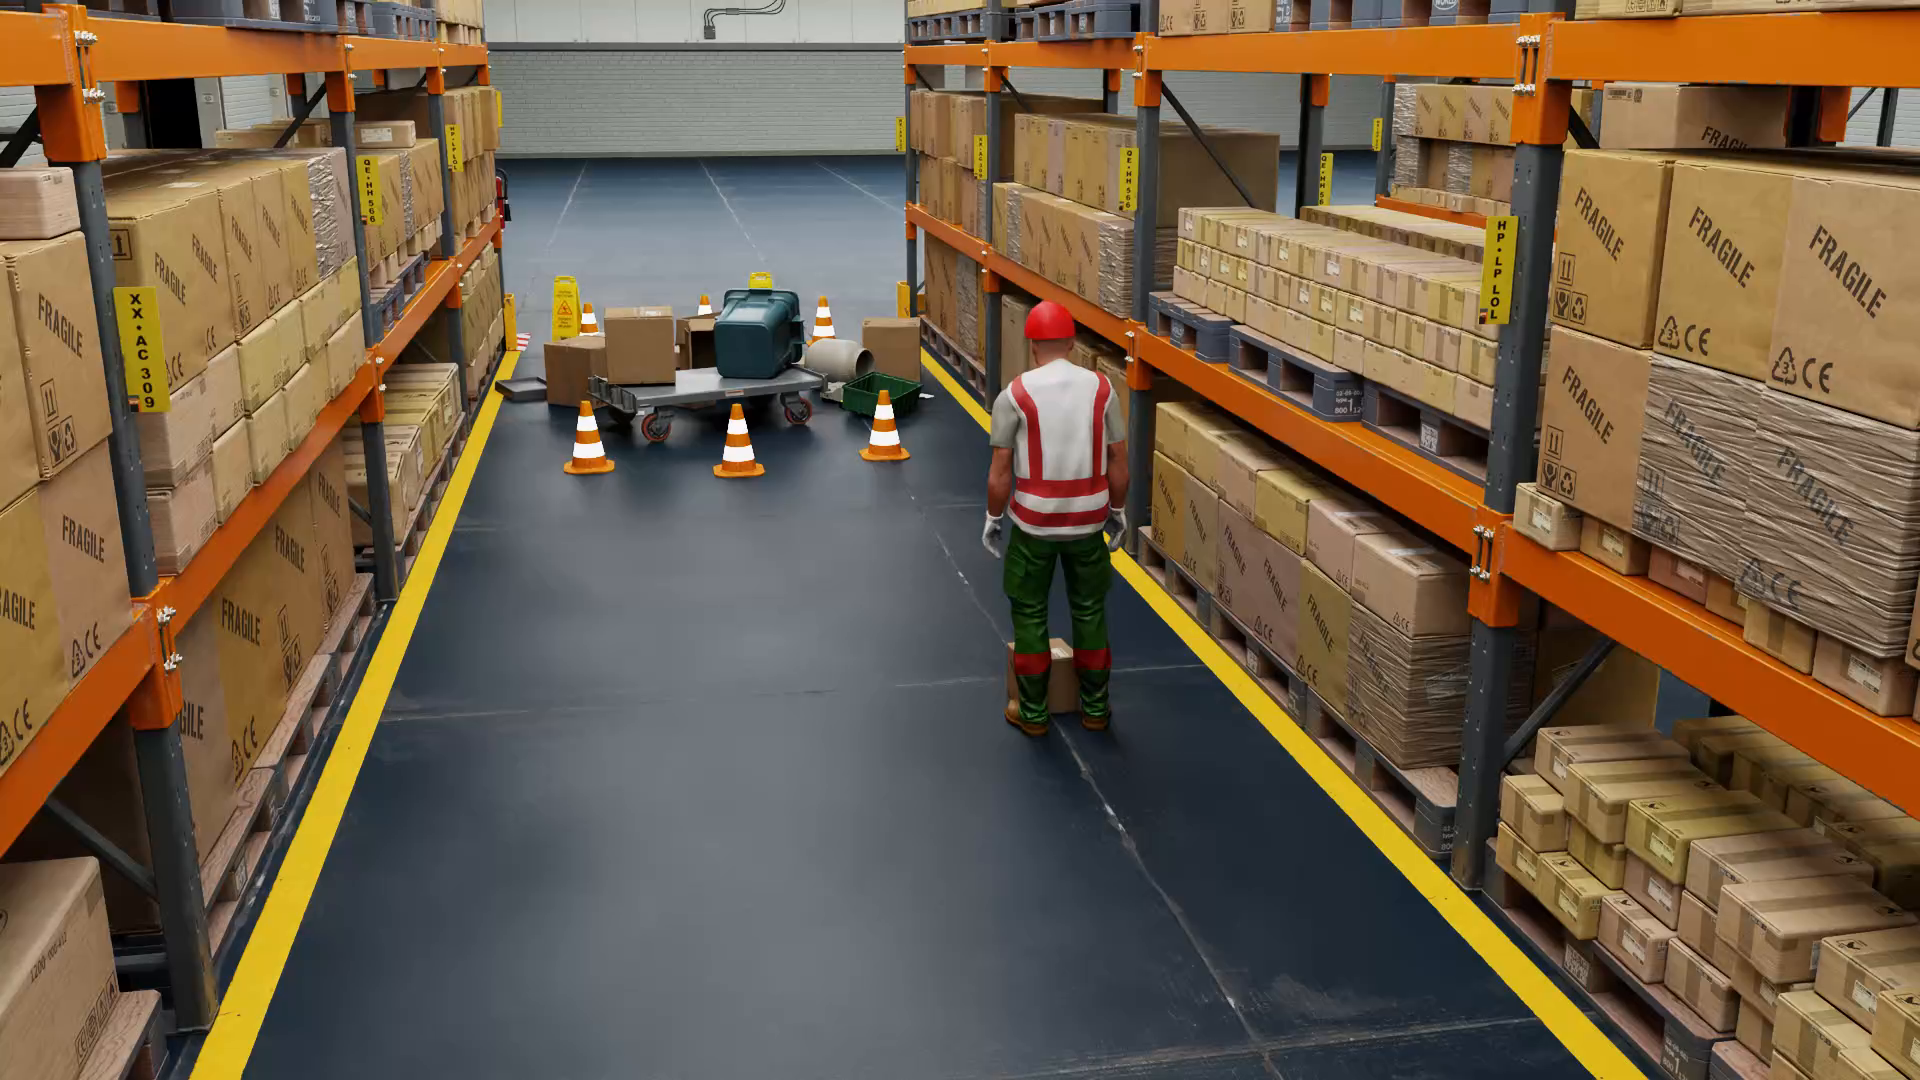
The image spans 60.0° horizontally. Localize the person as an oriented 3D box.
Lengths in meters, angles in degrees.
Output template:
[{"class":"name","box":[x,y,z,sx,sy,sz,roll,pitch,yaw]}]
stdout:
[{"class":"person","box":[0.391,-0.078,6.776,0.611,1.779,0.455,-3,16,-10]}]
